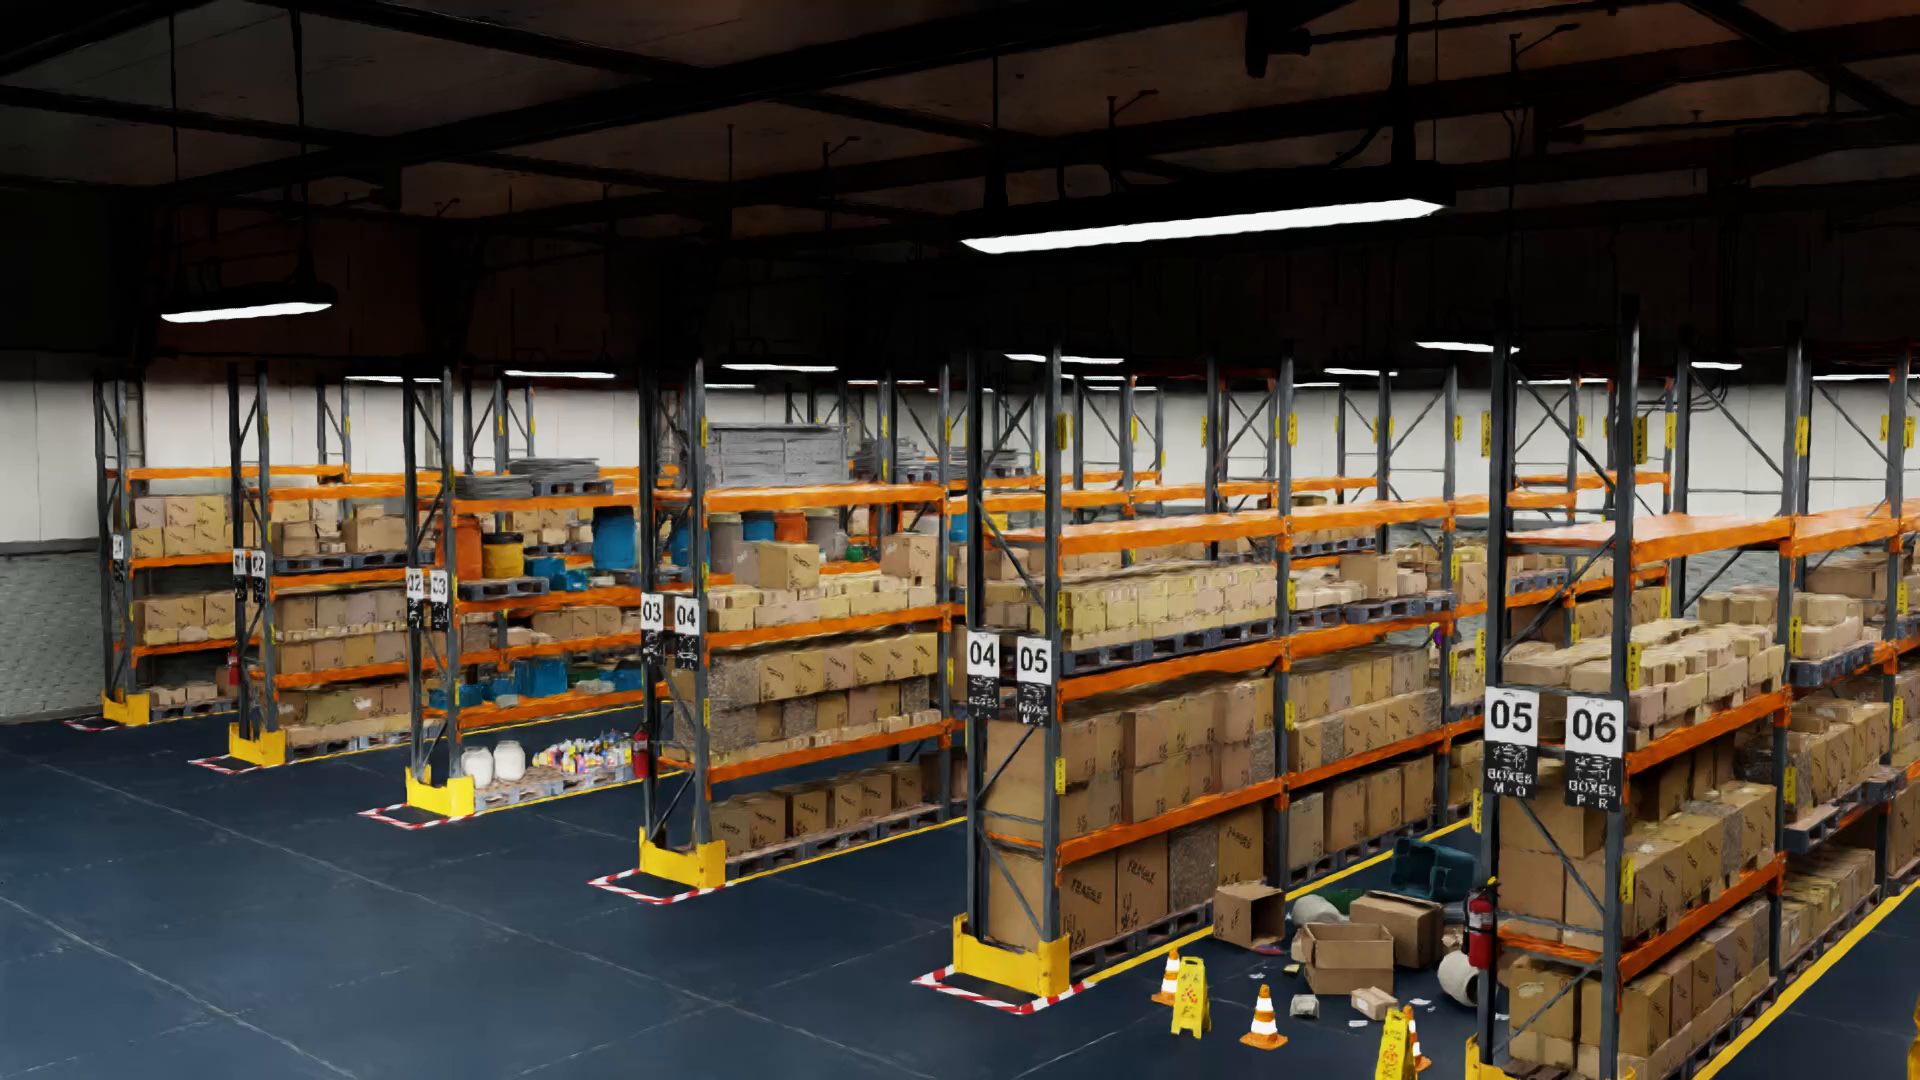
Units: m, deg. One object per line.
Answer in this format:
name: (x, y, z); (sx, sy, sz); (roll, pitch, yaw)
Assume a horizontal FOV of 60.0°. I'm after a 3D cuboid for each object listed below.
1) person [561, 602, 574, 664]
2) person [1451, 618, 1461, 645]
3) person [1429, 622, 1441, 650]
person: (-7.723, 1.948, 32.752); (0.372, 1.737, 0.526); (1, 4, 14)
person: (9.889, 1.906, 33.183); (0.598, 1.642, 0.507); (1, 4, 8)
person: (8.580, 2.084, 29.656); (0.436, 1.766, 0.622); (1, 4, 13)
